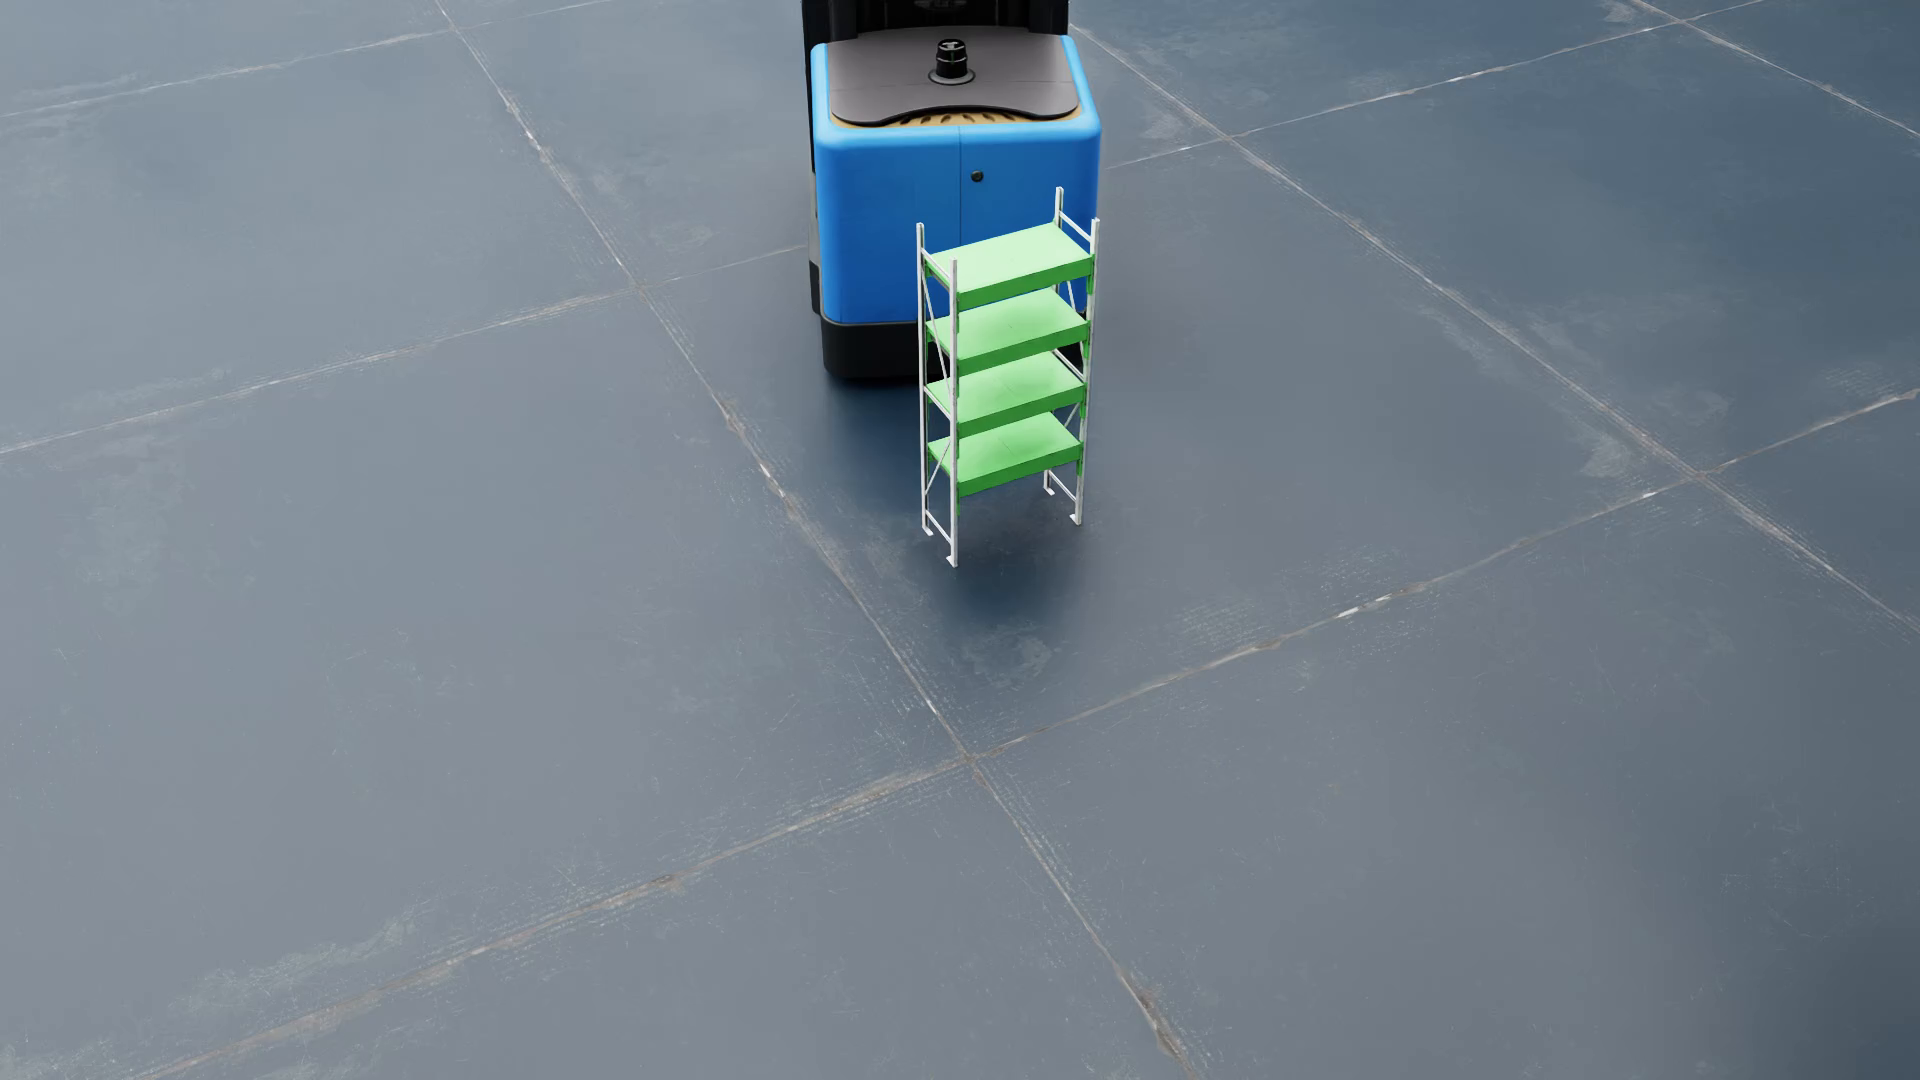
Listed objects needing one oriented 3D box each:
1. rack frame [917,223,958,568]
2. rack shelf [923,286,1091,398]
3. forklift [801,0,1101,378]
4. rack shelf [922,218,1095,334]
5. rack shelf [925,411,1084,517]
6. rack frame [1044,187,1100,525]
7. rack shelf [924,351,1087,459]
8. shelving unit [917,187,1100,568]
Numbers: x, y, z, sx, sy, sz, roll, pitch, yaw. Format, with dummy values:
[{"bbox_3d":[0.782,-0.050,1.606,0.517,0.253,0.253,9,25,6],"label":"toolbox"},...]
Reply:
[{"bbox_3d":[-0.070,-0.435,5.351,0.015,1.200,0.240,-19,44,-21],"label":"rack frame"},{"bbox_3d":[0.147,-0.642,5.323,0.480,0.148,0.258,-19,44,-21],"label":"rack shelf"},{"bbox_3d":[-0.122,-2.682,6.666,1.130,2.935,3.031,-3,40,-4],"label":"forklift"},{"bbox_3d":[0.147,-0.825,5.168,0.480,0.148,0.258,-19,44,-21],"label":"rack shelf"},{"bbox_3d":[0.147,-0.275,5.633,0.480,0.148,0.258,-19,44,-21],"label":"rack shelf"},{"bbox_3d":[0.363,-0.580,5.523,0.015,1.200,0.240,-19,44,-21],"label":"rack frame"},{"bbox_3d":[0.147,-0.459,5.478,0.480,0.148,0.258,-19,44,-21],"label":"rack shelf"},{"bbox_3d":[0.147,-0.507,5.437,0.503,1.200,0.258,-19,44,-21],"label":"shelving unit"}]
